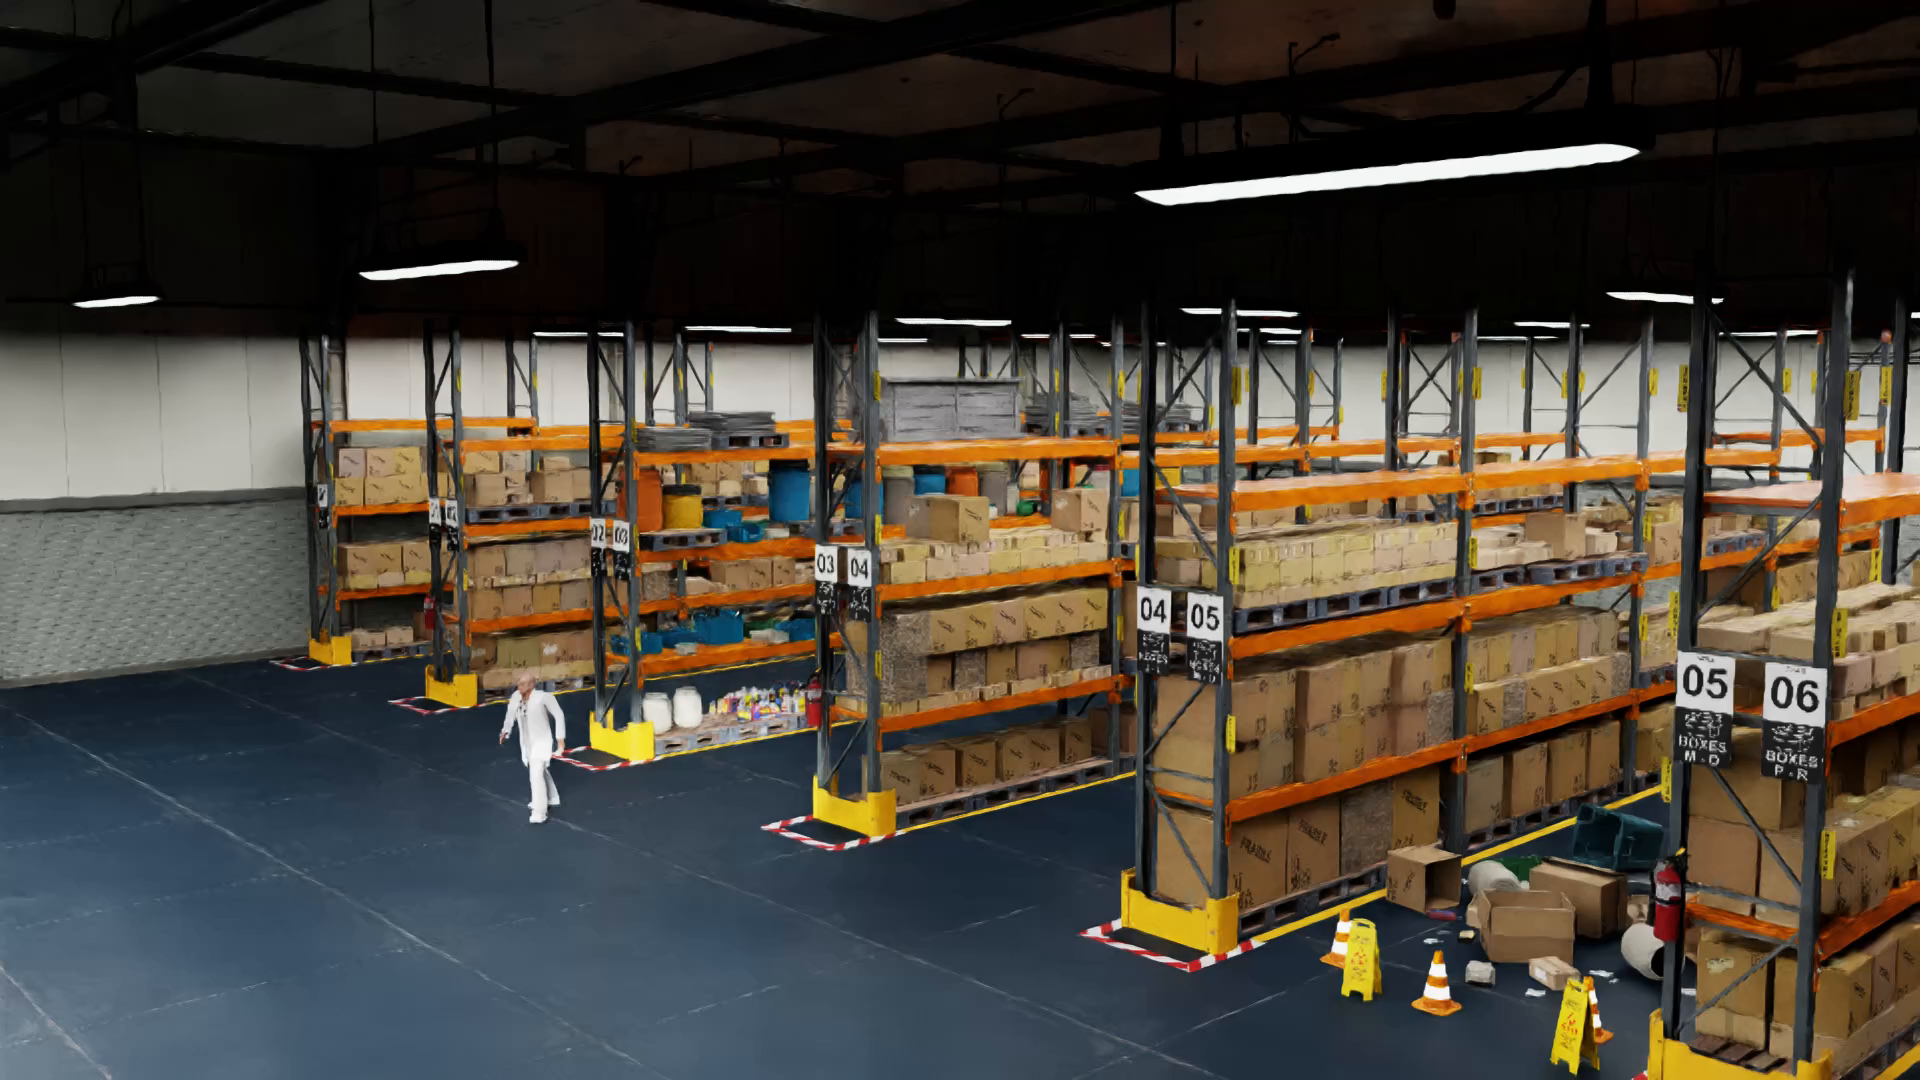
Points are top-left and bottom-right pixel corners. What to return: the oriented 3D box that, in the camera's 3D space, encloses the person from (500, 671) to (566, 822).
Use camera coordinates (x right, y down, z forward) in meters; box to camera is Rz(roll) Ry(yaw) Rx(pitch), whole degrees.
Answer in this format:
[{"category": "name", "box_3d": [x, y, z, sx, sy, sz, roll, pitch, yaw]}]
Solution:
[{"category": "person", "box_3d": [-4.915, 2.353, 19.338, 0.735, 1.715, 0.896, 3, 7, 31]}]
